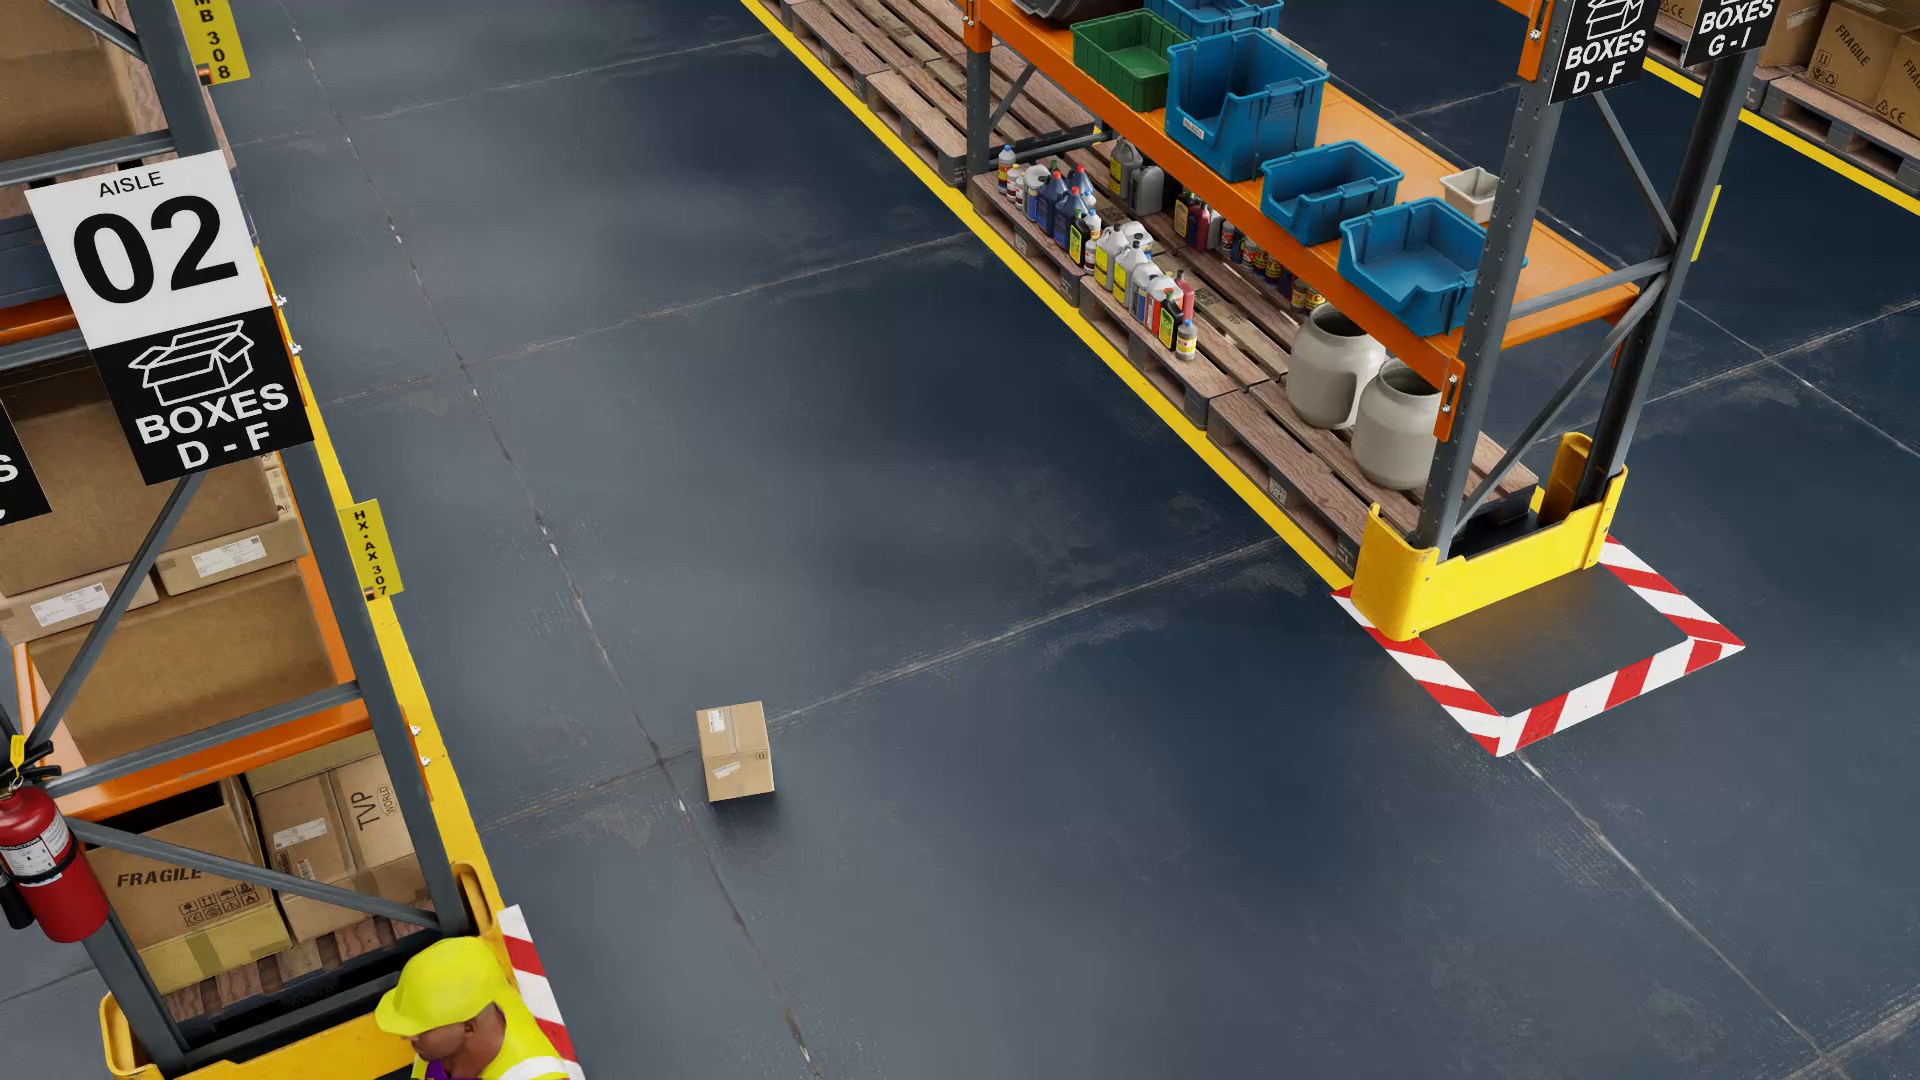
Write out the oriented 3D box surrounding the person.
[{"bbox_3d":[-1.187,1.663,4.235,0.869,1.767,0.656,-32,50,-31],"label":"person"}]
